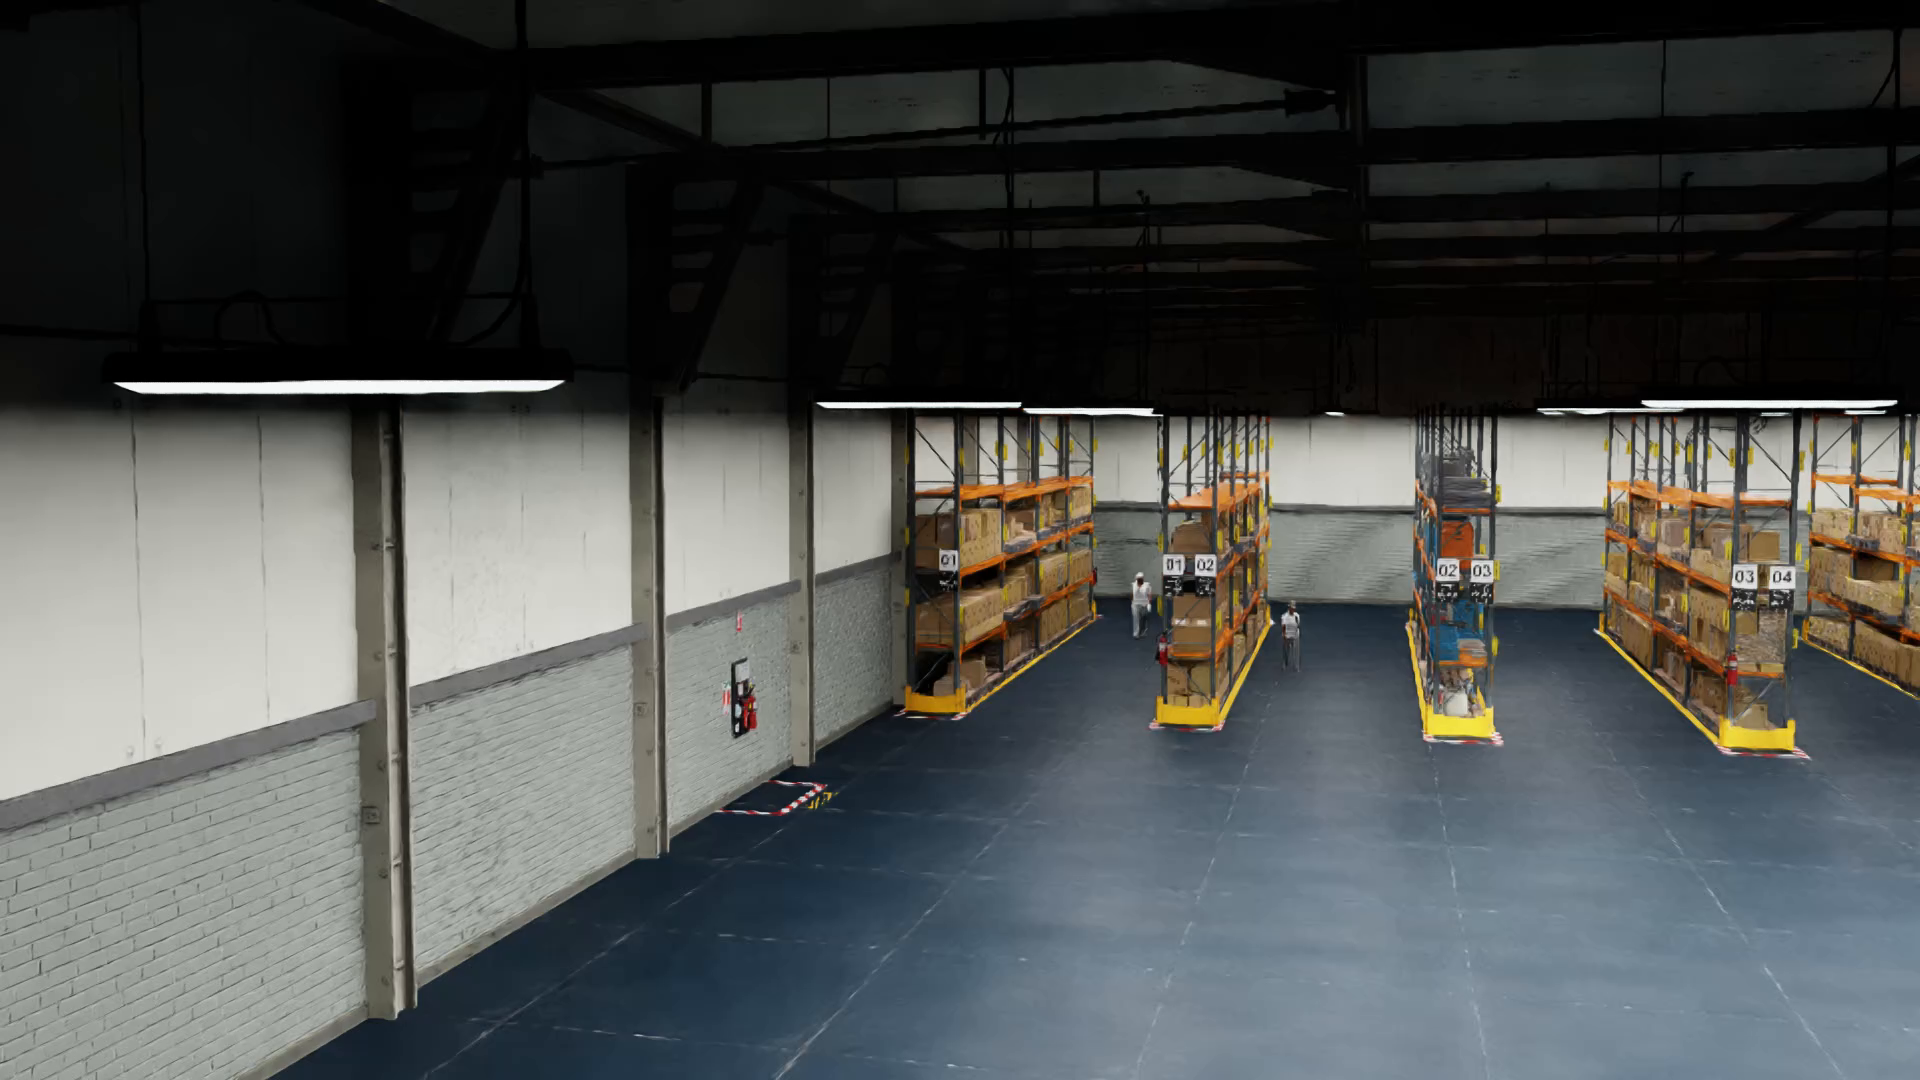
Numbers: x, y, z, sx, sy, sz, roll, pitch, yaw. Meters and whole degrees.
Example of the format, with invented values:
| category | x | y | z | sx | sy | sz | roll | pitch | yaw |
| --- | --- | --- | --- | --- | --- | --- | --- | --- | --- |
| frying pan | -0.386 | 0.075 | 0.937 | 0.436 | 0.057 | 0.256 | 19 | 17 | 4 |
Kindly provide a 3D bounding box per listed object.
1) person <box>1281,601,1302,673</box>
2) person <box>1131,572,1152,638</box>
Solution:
| category | x | y | z | sx | sy | sz | roll | pitch | yaw |
| --- | --- | --- | --- | --- | --- | --- | --- | --- | --- |
| person | 7.464 | 2.166 | 37.508 | 0.448 | 1.622 | 0.996 | 0 | 4 | 6 |
| person | 4.740 | 1.686 | 43.579 | 0.577 | 1.733 | 1.042 | 1 | 4 | 13 |
